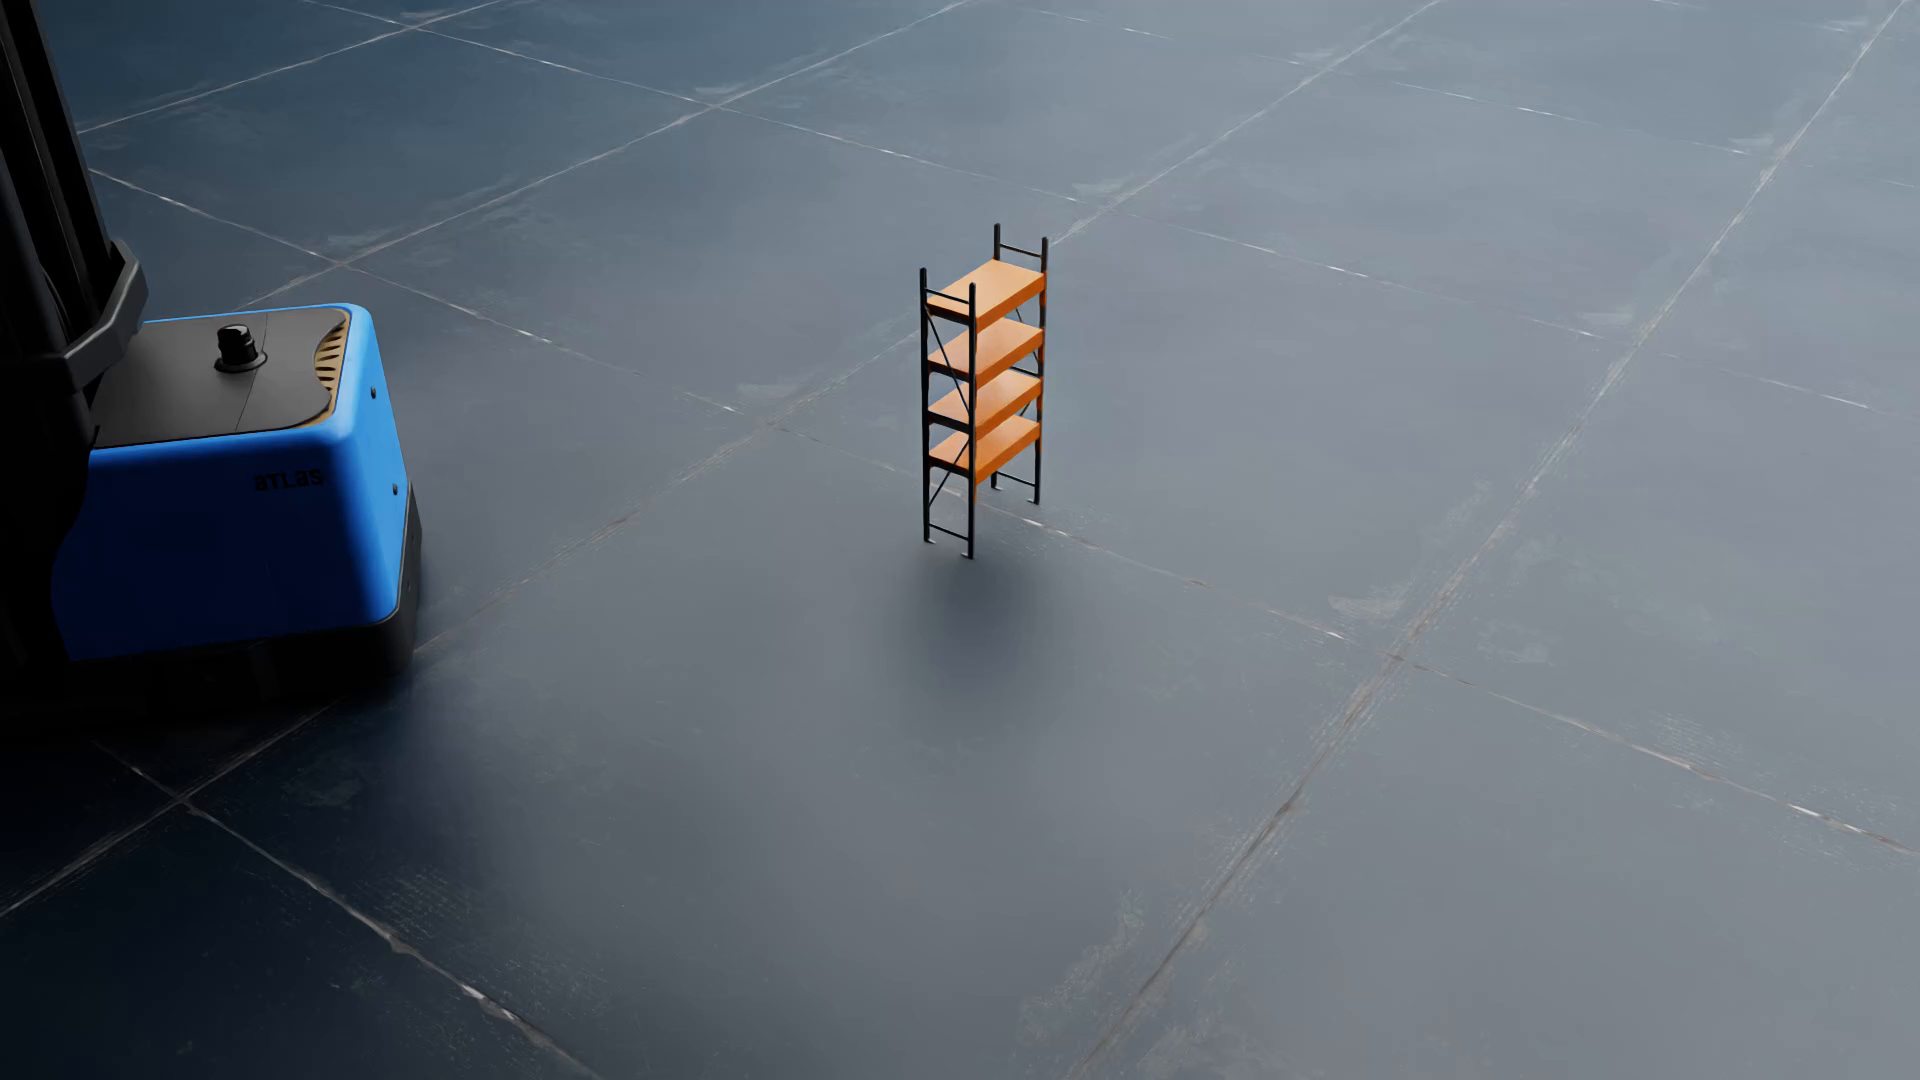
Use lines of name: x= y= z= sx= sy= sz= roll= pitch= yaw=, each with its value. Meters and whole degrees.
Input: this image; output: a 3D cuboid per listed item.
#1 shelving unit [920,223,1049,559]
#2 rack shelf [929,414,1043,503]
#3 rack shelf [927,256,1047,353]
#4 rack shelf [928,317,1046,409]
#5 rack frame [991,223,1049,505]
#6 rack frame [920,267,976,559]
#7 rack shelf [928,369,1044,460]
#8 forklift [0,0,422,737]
shelving unit: x=0.094 y=-0.573 z=6.527 sx=0.258 sy=1.200 sz=0.503 roll=21 pitch=39 yaw=28
rack shelf: x=0.094 y=-0.353 z=6.675 sx=0.258 sy=0.148 sz=0.480 roll=21 pitch=39 yaw=28
rack shelf: x=0.094 y=-0.899 z=6.306 sx=0.258 sy=0.148 sz=0.480 roll=21 pitch=39 yaw=28
rack shelf: x=0.094 y=-0.703 z=6.439 sx=0.258 sy=0.148 sz=0.480 roll=21 pitch=39 yaw=28
rack frame: x=0.234 y=-0.685 z=6.693 sx=0.240 sy=1.200 sz=0.015 roll=21 pitch=39 yaw=28
rack frame: x=-0.045 y=-0.461 z=6.360 sx=0.240 sy=1.200 sz=0.015 roll=21 pitch=39 yaw=28
rack shelf: x=0.094 y=-0.517 z=6.564 sx=0.258 sy=0.148 sz=0.480 roll=21 pitch=39 yaw=28
forklift: x=-3.543 y=-0.771 z=5.273 sx=3.031 sy=2.935 sz=1.130 roll=-7 pitch=35 yaw=-10
